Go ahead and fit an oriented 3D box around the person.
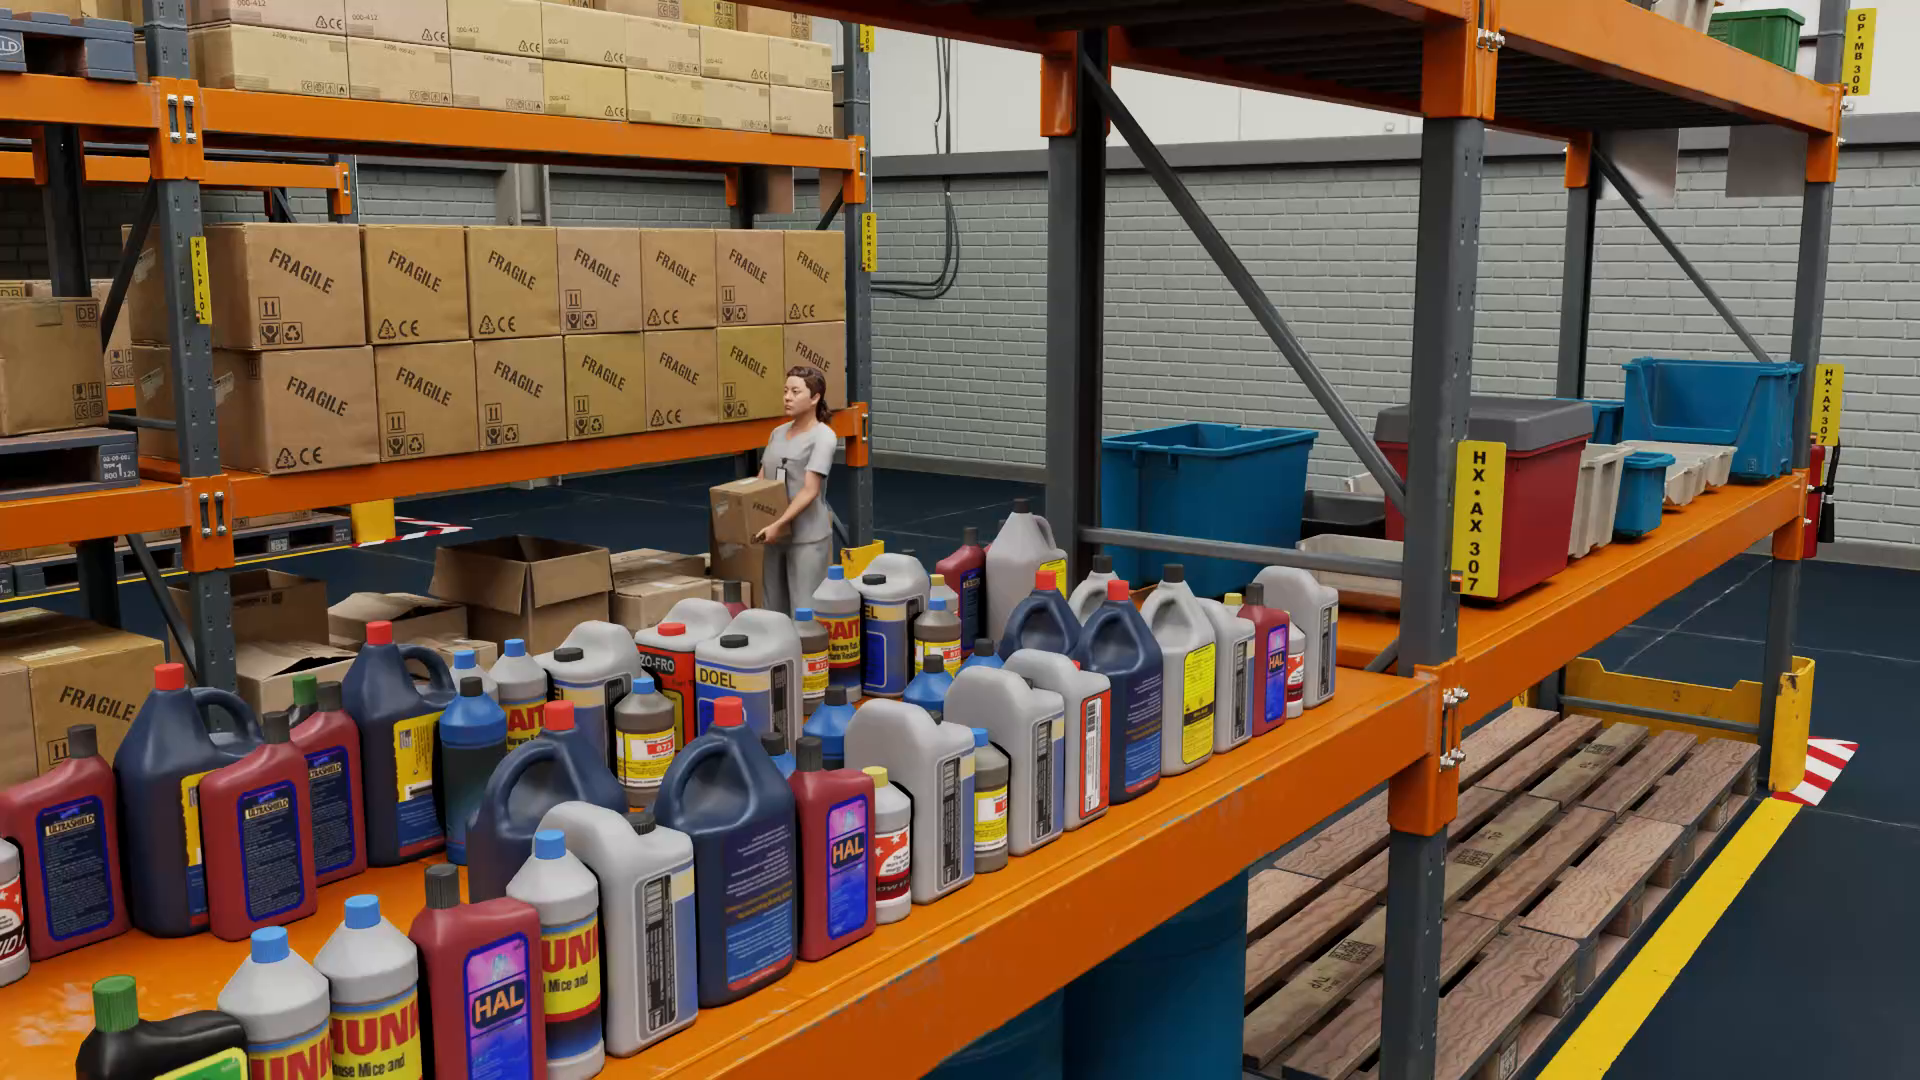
[{"bbox_3d":[-0.820,0.024,7.798,0.436,1.666,0.554,10,14,44],"label":"person"}]
